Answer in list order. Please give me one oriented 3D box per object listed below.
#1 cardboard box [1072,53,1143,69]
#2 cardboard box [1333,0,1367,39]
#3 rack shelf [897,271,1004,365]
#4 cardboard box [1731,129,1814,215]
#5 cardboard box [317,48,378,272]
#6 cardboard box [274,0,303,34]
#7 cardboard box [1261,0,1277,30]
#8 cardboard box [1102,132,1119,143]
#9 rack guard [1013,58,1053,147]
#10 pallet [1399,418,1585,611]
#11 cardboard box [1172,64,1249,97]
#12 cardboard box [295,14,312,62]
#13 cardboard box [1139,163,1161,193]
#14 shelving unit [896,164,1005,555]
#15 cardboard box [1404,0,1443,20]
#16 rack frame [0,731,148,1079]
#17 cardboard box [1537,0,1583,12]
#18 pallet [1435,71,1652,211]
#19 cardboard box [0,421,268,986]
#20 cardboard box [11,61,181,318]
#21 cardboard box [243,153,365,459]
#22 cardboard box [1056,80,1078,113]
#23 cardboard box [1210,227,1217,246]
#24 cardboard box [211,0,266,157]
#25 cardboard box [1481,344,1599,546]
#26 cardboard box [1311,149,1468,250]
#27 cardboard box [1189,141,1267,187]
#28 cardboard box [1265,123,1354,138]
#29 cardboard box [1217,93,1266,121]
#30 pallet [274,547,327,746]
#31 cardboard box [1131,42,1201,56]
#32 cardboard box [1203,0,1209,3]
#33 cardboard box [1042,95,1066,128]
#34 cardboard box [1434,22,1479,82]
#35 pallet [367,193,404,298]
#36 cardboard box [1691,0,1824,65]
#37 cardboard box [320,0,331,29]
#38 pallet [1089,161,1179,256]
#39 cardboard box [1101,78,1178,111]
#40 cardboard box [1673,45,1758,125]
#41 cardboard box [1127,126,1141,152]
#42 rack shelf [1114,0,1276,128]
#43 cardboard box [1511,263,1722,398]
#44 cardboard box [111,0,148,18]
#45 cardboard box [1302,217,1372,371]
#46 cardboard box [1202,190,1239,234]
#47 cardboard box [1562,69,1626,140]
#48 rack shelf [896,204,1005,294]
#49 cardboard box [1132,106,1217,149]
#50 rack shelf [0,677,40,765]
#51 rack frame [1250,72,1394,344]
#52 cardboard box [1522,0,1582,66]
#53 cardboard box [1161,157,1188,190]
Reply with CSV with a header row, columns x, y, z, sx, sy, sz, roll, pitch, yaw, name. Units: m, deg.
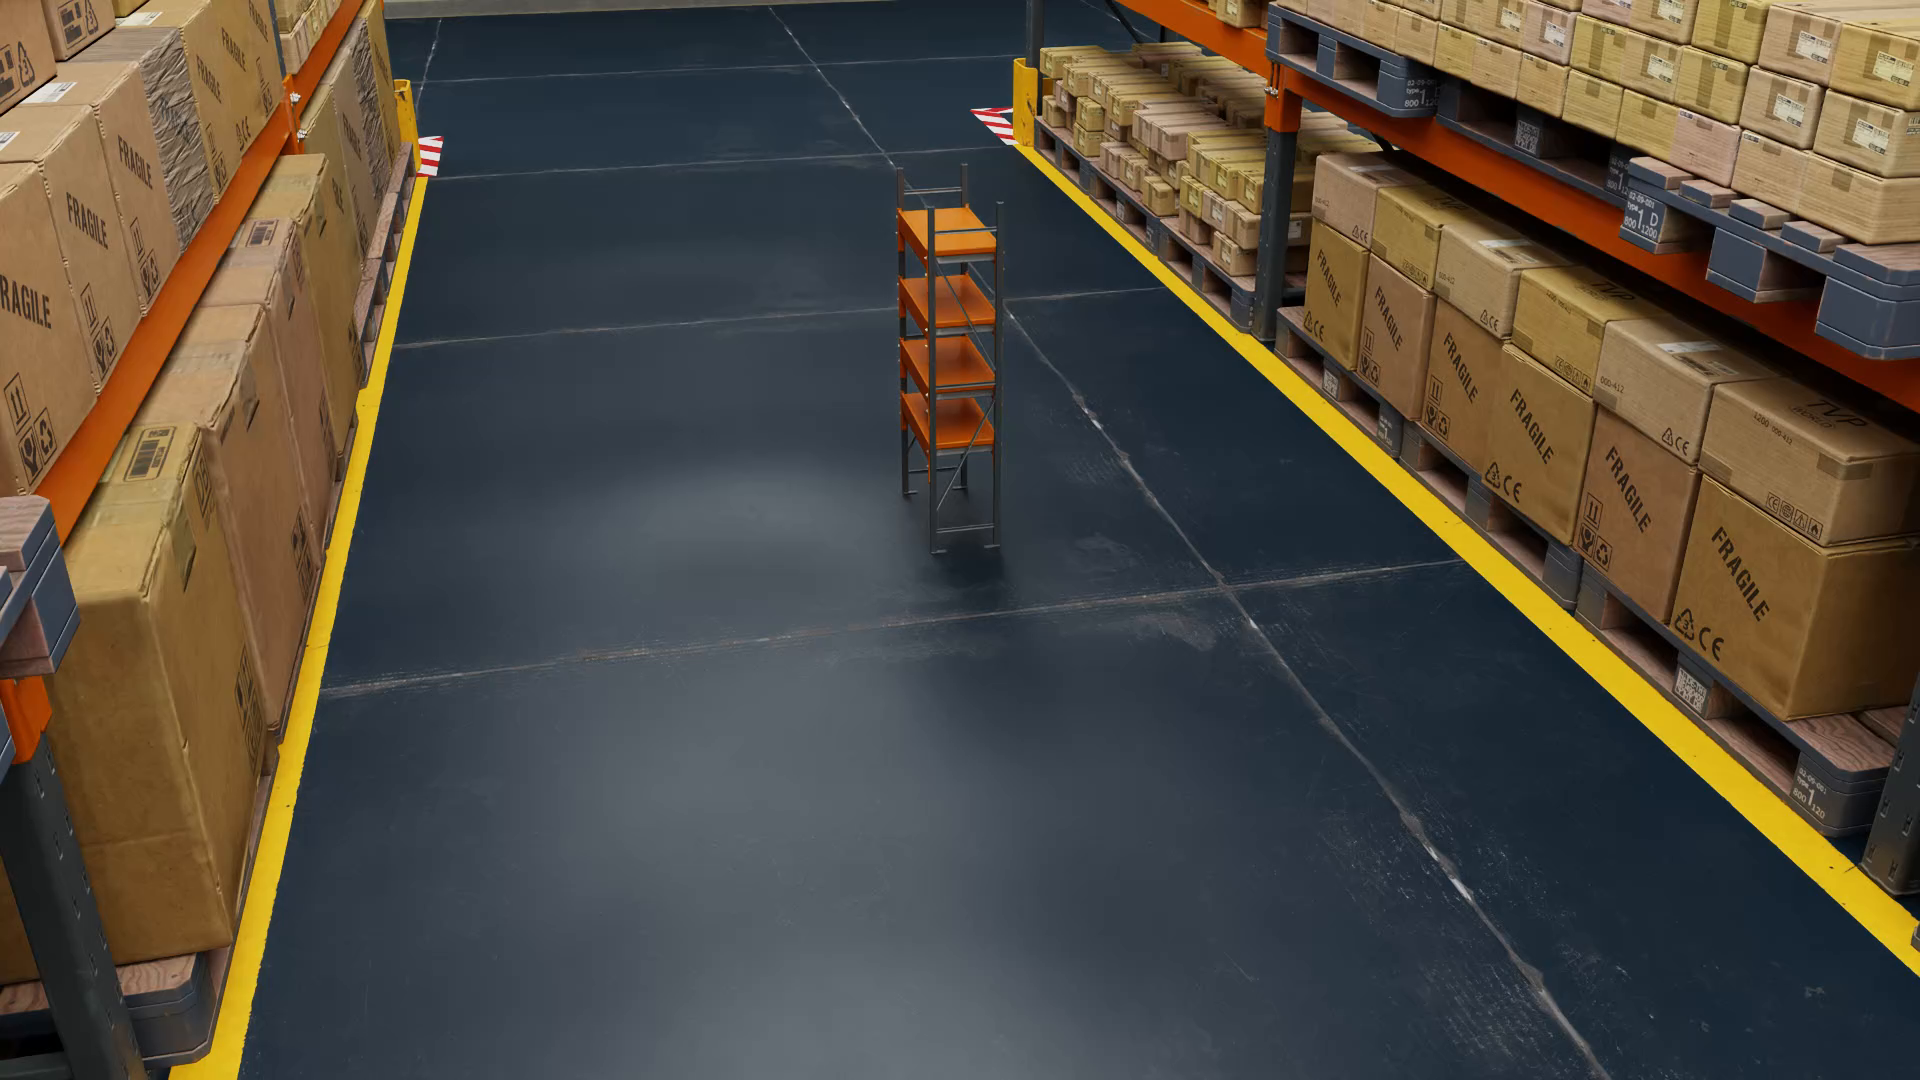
x,y,z,sx,sy,sz,roll,pitch,yaw,name
0.895,-2.865,10.135,0.380,0.149,0.250,-5,27,-11,cardboard box
1.591,-1.927,6.051,0.380,0.149,0.250,-6,27,-11,cardboard box
-0.037,-0.748,5.553,0.258,0.148,0.480,-6,27,-12,rack shelf
2.118,-0.900,4.018,0.380,0.149,0.250,-6,27,-12,cardboard box
-3.299,-1.775,7.829,0.875,0.875,0.875,-6,27,-12,cardboard box
-2.876,-2.141,6.500,0.500,0.250,0.500,-6,27,-13,cardboard box
1.538,-2.292,7.240,0.380,0.149,0.250,-6,27,-12,cardboard box
1.037,-2.270,9.616,0.380,0.149,0.250,-6,27,-11,cardboard box
0.946,-2.909,10.958,1.175,0.500,0.348,-6,27,-12,rack guard
2.285,-0.179,5.870,1.003,0.211,1.213,-6,27,-12,pallet
1.474,-2.695,9.798,0.380,0.149,0.250,-7,28,-14,cardboard box
-2.827,-2.010,6.681,0.380,0.149,0.250,-7,28,-13,cardboard box
1.183,-1.930,8.943,0.380,0.149,0.250,-5,27,-11,cardboard box
-0.037,-0.608,5.624,0.258,1.200,0.503,-6,27,-12,shelving unit
1.712,-1.831,5.532,0.380,0.149,0.250,-5,27,-10,cardboard box
-2.120,-0.087,2.594,0.949,2.616,0.053,-6,27,-12,rack frame
1.885,-1.623,4.790,0.380,0.149,0.250,-5,27,-9,cardboard box
2.245,-1.325,5.260,1.003,0.211,1.213,-6,27,-12,pallet
-2.259,0.369,3.582,1.225,0.875,0.875,-7,28,-14,cardboard box
-2.205,-0.823,3.941,0.500,0.500,0.500,-6,27,-13,cardboard box
-2.861,-0.803,5.904,1.225,0.875,0.875,-6,27,-11,cardboard box
0.803,-2.724,10.185,0.380,0.149,0.250,-6,27,-12,cardboard box
1.433,-1.477,8.045,0.380,0.149,0.250,-5,27,-10,cardboard box
-2.549,-1.492,5.266,0.500,0.500,0.500,-5,27,-10,cardboard box
2.080,-0.339,5.400,0.500,0.500,0.500,-7,28,-14,cardboard box
1.739,-1.357,6.586,0.500,0.250,0.500,-7,28,-14,cardboard box
1.337,-1.829,8.082,0.380,0.149,0.250,-6,27,-12,cardboard box
1.764,-2.000,8.421,0.380,0.149,0.250,-7,28,-13,cardboard box
1.627,-2.343,9.101,0.380,0.149,0.250,-6,27,-11,cardboard box
-2.499,0.270,4.981,1.003,0.211,1.213,-6,27,-12,pallet
1.295,-3.032,10.465,0.380,0.149,0.250,-6,27,-11,cardboard box
1.380,-2.637,7.925,0.380,0.149,0.250,-7,28,-13,cardboard box
0.735,-2.710,10.489,0.380,0.149,0.250,-5,27,-11,cardboard box
1.770,-1.585,5.374,0.380,0.149,0.250,-6,27,-13,cardboard box
-3.399,-1.476,8.441,1.003,0.211,1.213,-6,27,-12,pallet
2.061,-1.281,4.112,0.380,0.149,0.250,-5,27,-10,cardboard box
-3.006,-2.353,7.361,0.380,0.149,0.250,-6,27,-12,cardboard box
1.366,-1.885,9.251,1.003,0.211,1.213,-6,27,-12,pallet
1.017,-2.518,9.448,0.380,0.149,0.250,-5,27,-10,cardboard box
2.053,-1.157,4.196,0.380,0.149,0.250,-5,27,-10,cardboard box
1.151,-2.280,9.306,0.380,0.149,0.250,-5,27,-9,cardboard box
1.379,-2.859,8.884,1.077,0.370,4.000,-6,27,-12,rack shelf
2.098,-0.671,5.227,0.500,0.250,0.500,-5,27,-10,cardboard box
-2.730,-1.753,4.670,0.797,0.503,0.637,-6,27,-11,cardboard box
1.738,-1.022,6.755,0.500,0.500,0.500,-5,27,-10,cardboard box
1.376,-1.573,7.906,0.380,0.149,0.250,-7,28,-14,cardboard box
1.945,-1.241,4.693,0.380,0.149,0.250,-7,28,-14,cardboard box
-0.037,-0.959,5.447,0.258,0.148,0.480,-6,27,-12,rack shelf
1.131,-2.177,8.772,0.380,0.149,0.250,-7,28,-13,cardboard box
-1.673,1.112,1.016,1.077,0.370,4.000,-6,27,-12,rack shelf
1.830,-2.302,6.982,1.000,3.000,0.127,-6,27,-12,rack frame
1.884,-1.491,4.857,0.380,0.149,0.250,-5,27,-10,cardboard box
1.261,-1.919,8.591,0.380,0.149,0.250,-5,27,-10,cardboard box
